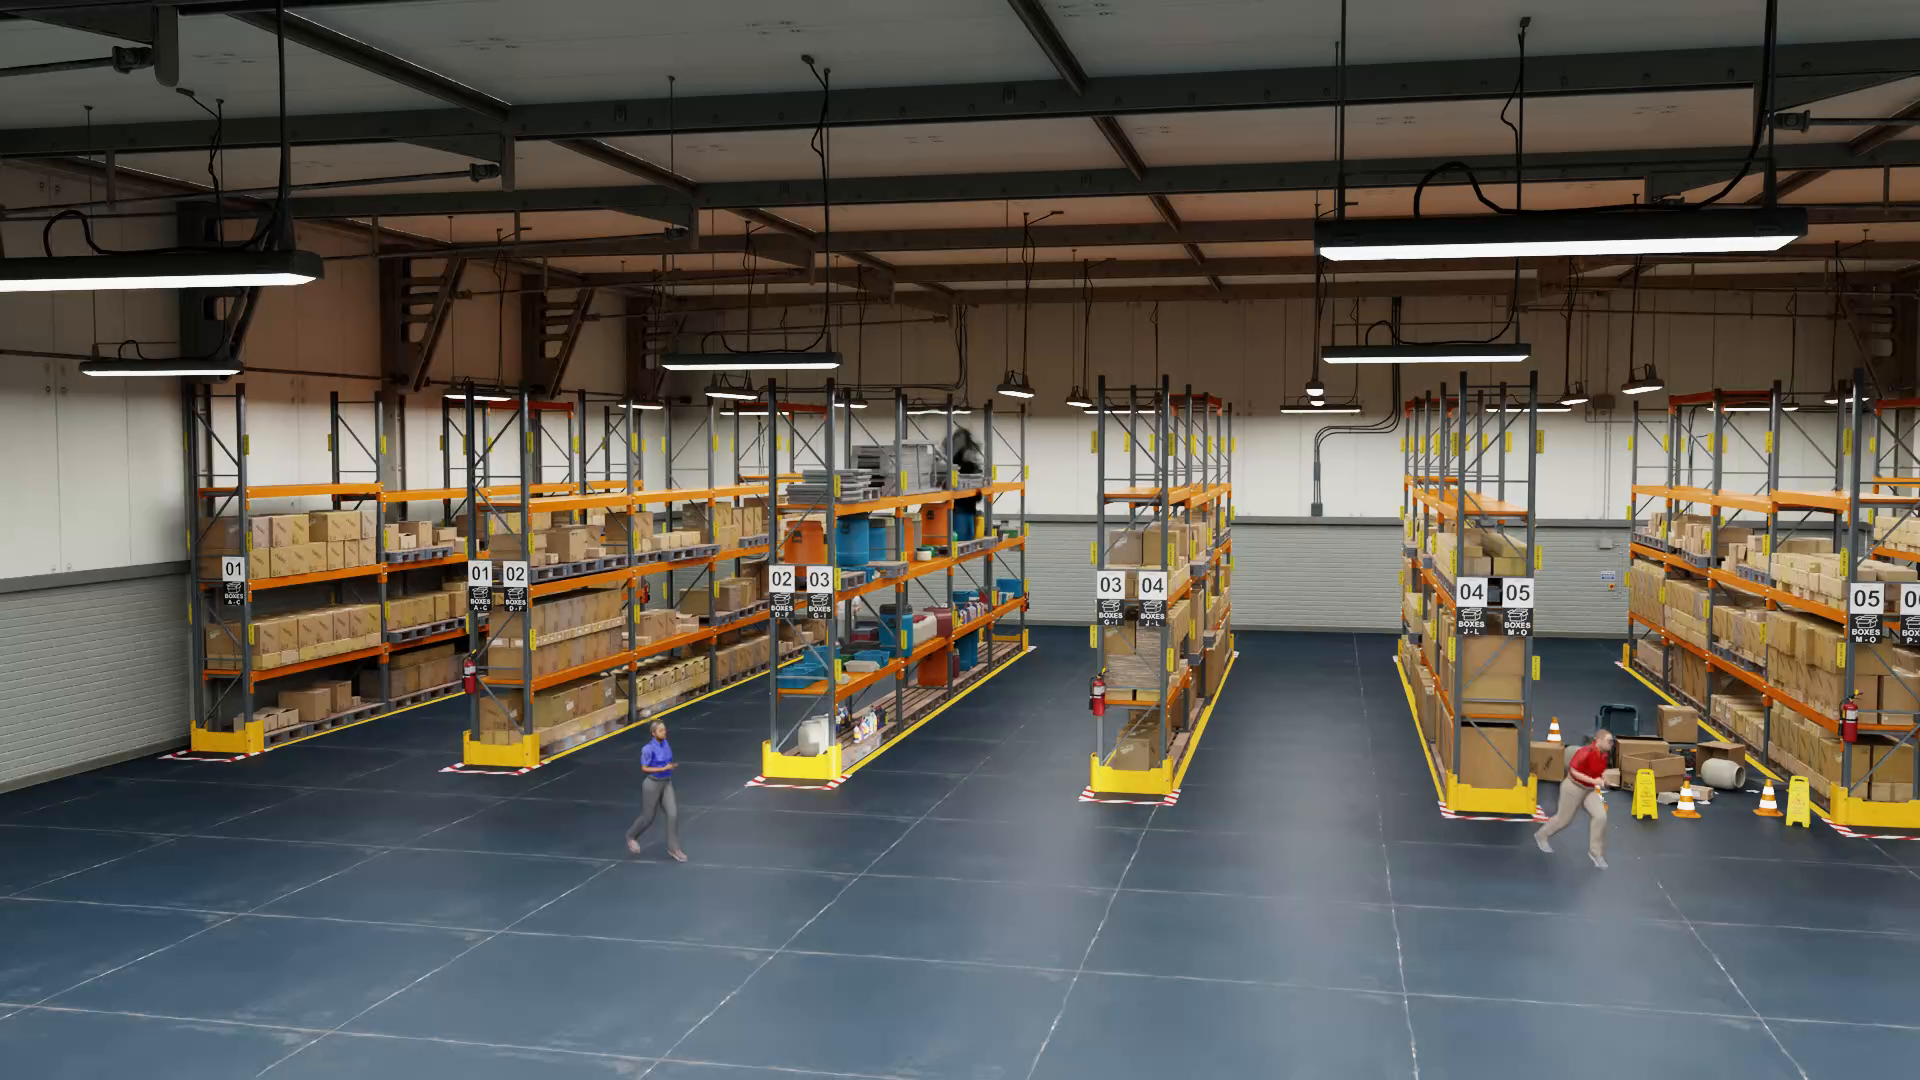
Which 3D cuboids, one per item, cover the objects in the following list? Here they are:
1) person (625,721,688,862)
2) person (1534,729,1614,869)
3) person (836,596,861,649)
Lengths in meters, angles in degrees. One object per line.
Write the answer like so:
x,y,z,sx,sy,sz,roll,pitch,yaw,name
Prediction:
-3.665,3.004,20.055,0.901,1.663,0.604,2,4,32,person
7.391,3.067,20.002,0.705,1.697,1.004,-3,4,-38,person
-2.520,1.764,36.701,0.656,1.789,0.579,0,3,3,person
